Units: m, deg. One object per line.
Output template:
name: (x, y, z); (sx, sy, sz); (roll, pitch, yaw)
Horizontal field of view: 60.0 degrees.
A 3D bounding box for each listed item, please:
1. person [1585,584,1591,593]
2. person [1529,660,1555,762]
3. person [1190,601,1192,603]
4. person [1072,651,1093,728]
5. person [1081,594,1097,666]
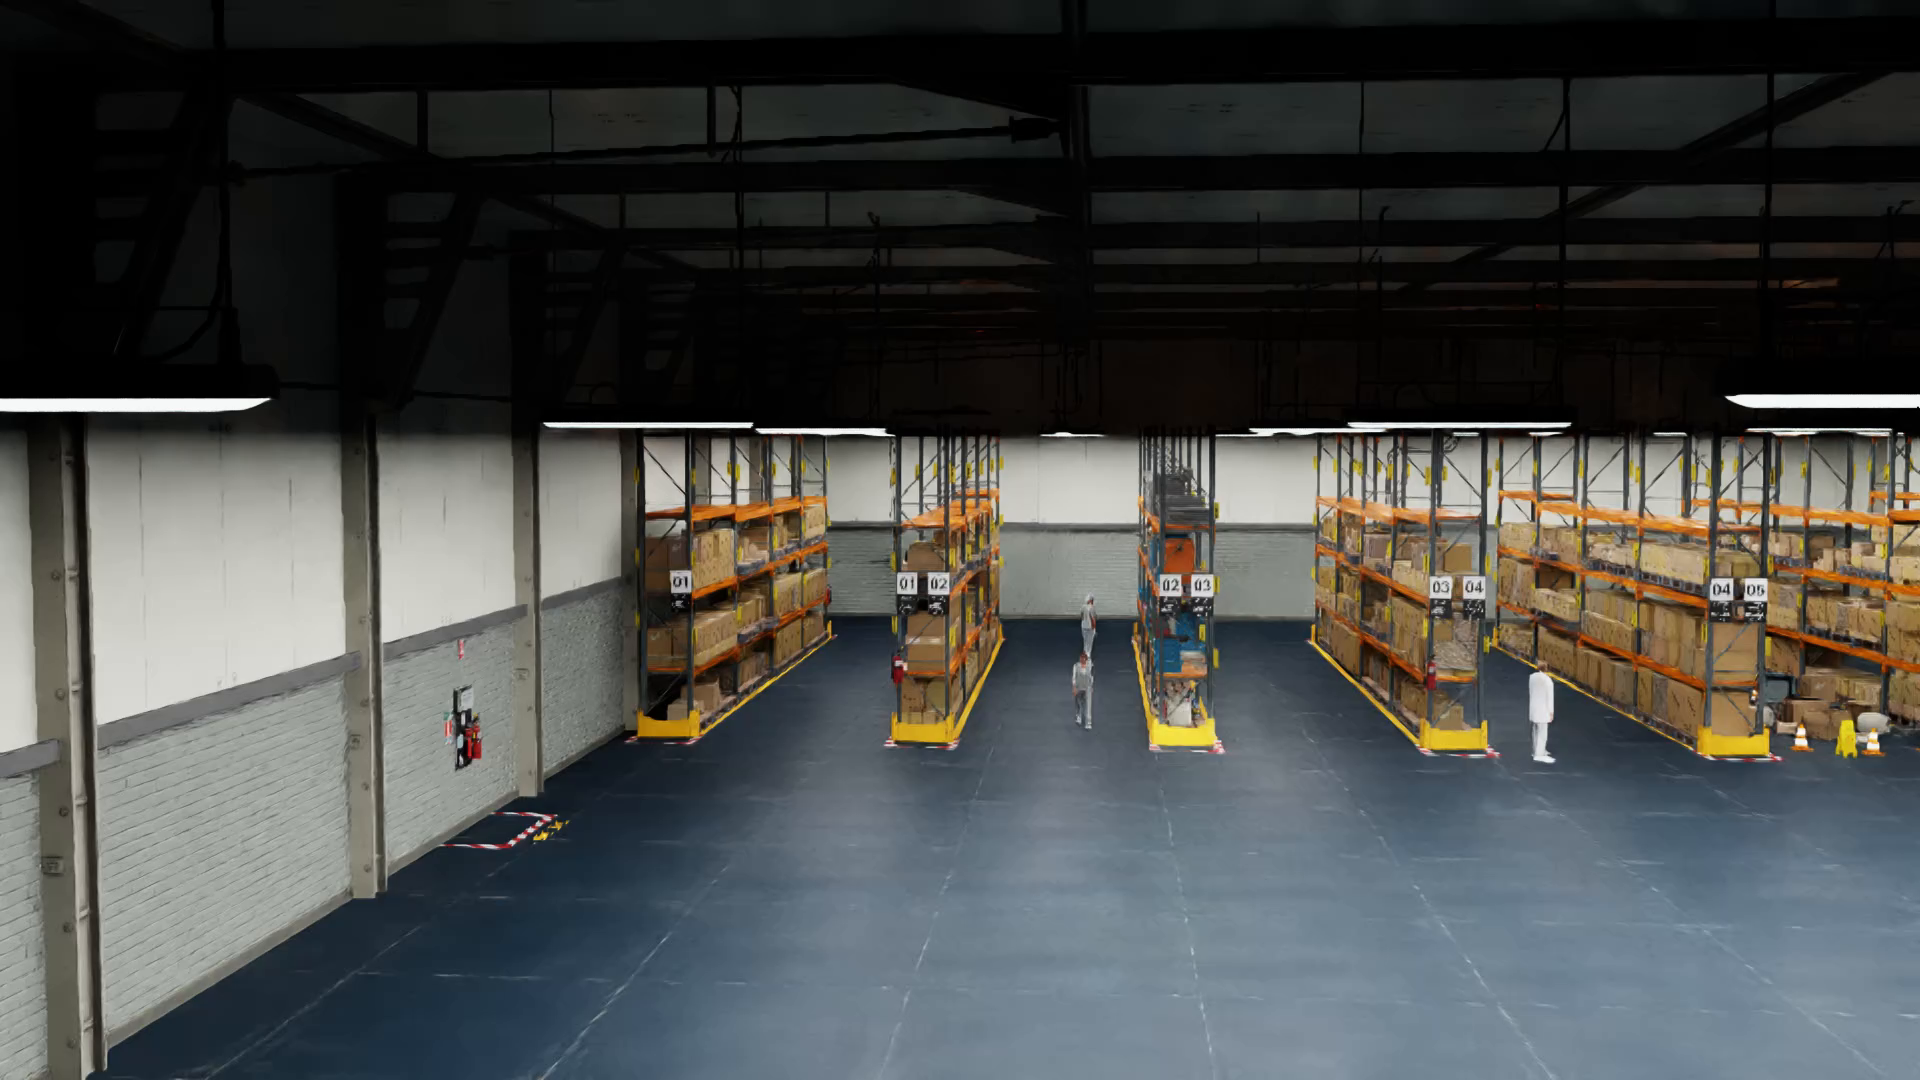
person: (17.190, 2.071, 45.664); (0.592, 1.718, 0.645); (2, 4, 24)
person: (10.368, 3.012, 29.553); (0.526, 1.782, 0.645); (-1, 4, -16)
person: (6.778, 1.965, 48.191); (0.681, 1.656, 0.489); (-1, 4, -23)
person: (2.428, 2.938, 32.999); (0.419, 1.514, 1.038); (0, 3, 2)
person: (3.291, 2.254, 41.971); (0.466, 1.794, 0.616); (-2, 4, -24)
